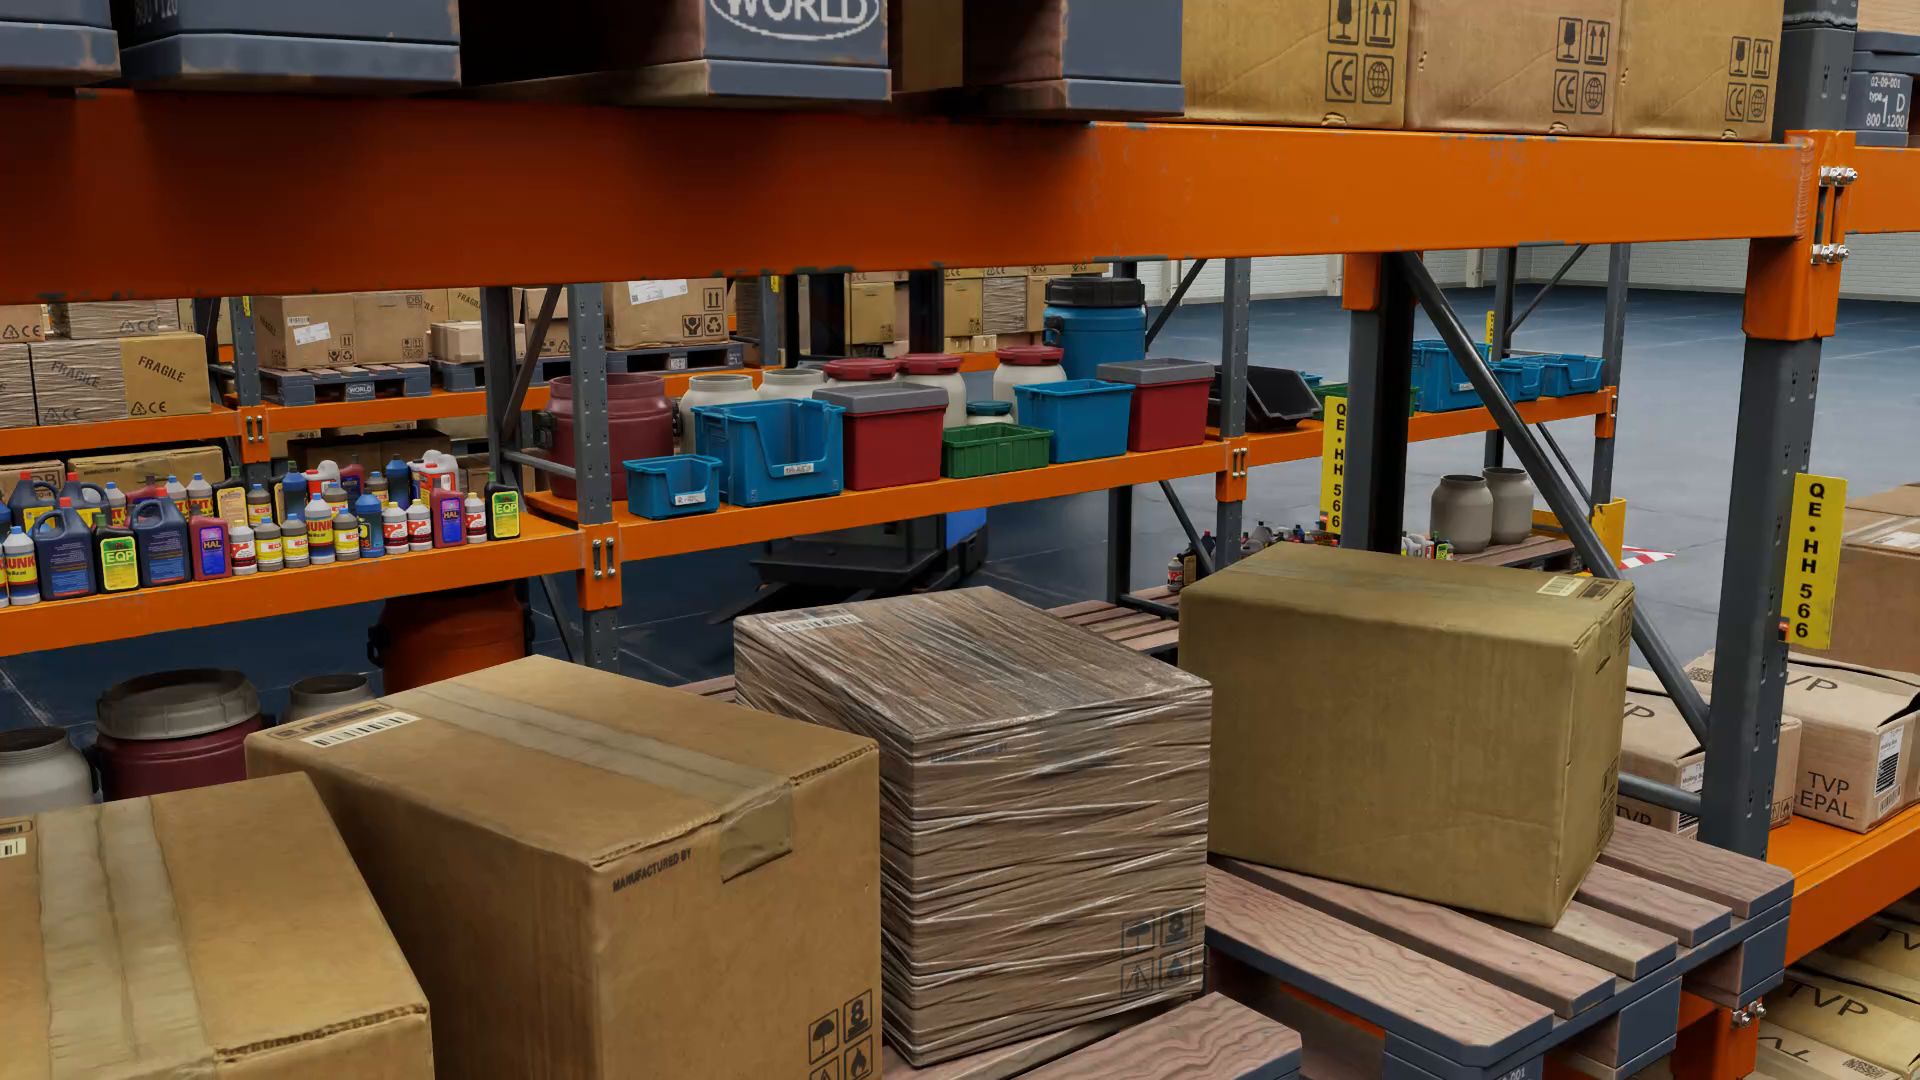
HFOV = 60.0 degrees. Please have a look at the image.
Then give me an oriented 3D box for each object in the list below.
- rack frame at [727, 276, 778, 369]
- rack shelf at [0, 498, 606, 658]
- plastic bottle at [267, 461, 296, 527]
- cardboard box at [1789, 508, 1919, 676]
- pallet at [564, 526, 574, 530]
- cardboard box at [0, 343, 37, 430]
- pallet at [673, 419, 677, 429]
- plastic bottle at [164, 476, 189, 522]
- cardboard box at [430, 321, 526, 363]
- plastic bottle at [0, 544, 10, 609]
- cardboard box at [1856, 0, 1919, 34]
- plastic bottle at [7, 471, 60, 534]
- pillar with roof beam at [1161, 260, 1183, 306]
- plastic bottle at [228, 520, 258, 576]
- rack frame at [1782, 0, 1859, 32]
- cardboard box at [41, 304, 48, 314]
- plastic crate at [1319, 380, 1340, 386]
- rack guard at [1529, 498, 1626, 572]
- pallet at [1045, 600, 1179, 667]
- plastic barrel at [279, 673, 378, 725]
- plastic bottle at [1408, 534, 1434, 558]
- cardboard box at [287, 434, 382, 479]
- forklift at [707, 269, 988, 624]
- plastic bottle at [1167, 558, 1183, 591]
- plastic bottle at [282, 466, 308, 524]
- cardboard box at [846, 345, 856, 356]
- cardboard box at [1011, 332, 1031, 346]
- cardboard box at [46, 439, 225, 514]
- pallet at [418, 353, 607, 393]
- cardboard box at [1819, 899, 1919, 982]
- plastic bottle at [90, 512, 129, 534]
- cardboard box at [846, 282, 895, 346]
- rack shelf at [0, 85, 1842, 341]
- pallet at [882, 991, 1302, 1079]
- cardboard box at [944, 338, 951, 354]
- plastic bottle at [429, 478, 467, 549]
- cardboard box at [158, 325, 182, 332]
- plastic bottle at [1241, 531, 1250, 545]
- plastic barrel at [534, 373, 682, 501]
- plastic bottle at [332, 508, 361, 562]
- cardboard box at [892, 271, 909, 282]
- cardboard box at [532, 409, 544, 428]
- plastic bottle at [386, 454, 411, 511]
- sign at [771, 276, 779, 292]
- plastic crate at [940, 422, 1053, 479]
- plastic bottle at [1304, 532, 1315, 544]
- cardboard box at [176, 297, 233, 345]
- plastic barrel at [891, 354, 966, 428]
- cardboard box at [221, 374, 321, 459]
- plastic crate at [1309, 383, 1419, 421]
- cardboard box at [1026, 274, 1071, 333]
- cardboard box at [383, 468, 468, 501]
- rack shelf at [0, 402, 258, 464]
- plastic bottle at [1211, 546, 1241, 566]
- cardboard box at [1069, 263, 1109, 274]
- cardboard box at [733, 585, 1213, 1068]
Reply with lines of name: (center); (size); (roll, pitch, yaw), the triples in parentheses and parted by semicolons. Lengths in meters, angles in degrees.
rack frame: (-1.813, -1.645, 13.654); (0.127, 3.000, 1.000); (-9, 15, -38)
rack shelf: (-3.404, 0.289, 6.279); (4.000, 0.370, 1.077); (-9, 15, -38)
plastic bottle: (-2.877, -0.192, 7.091); (0.133, 0.283, 0.061); (-9, 15, -38)
cardboard box: (2.549, 0.212, 4.668); (0.500, 0.500, 0.500); (-11, 16, -41)
pallet: (-3.374, -0.021, 12.717); (1.213, 0.211, 1.003); (-9, 15, -38)
cardboard box: (-5.964, -0.939, 10.089); (0.500, 0.500, 0.500); (-10, 16, -39)
pallet: (-3.237, -1.344, 18.949); (1.213, 0.211, 1.003); (-9, 15, -38)
plastic bottle: (-3.212, -0.125, 6.808); (0.097, 0.271, 0.097); (0, 12, 0)
cardboard box: (-3.484, -1.438, 12.030); (0.500, 0.250, 0.500); (-10, 16, -39)
plastic bottle: (-3.355, 0.100, 5.745); (0.097, 0.271, 0.097); (0, 12, 0)
cardboard box: (1.966, -1.257, 3.956); (0.500, 0.250, 0.500); (-9, 15, -36)
plastic bottle: (-3.592, -0.095, 6.472); (0.185, 0.351, 0.144); (-9, 15, -38)
pillar with roof beam: (7.654, -9.204, 34.808); (0.548, 9.000, 9.100); (-9, 15, -38)
plastic bottle: (-2.706, 0.027, 6.260); (0.097, 0.201, 0.097); (0, 12, 0)
rack frame: (1.249, -2.453, 3.018); (0.127, 3.000, 1.000); (-9, 15, -38)
cardboard box: (-8.058, -2.034, 14.362); (0.250, 0.149, 0.380); (-9, 15, -37)
plastic crate: (2.391, -0.964, 11.084); (0.437, 0.136, 0.530); (-9, 15, -38)
rack guard: (4.374, -0.120, 12.492); (0.348, 0.500, 1.175); (-9, 15, -38)
pallet: (0.692, 0.631, 9.651); (1.213, 0.211, 1.003); (-9, 15, -38)
plastic barrel: (-2.599, 0.843, 6.916); (0.421, 0.512, 0.421); (0, 12, 0)
plastic bottle: (3.030, 0.094, 10.962); (0.135, 0.276, 0.152); (-9, 15, -37)
cardboard box: (-4.432, -0.577, 11.778); (0.500, 0.250, 0.500); (-9, 15, -35)
forklift: (-0.715, -1.009, 10.826); (1.130, 2.935, 3.031); (4, 13, 17)
plastic bottle: (1.370, 0.214, 10.576); (0.097, 0.201, 0.097); (0, 12, 0)
plastic bottle: (-2.813, -0.175, 7.043); (0.097, 0.271, 0.097); (0, 12, 0)
cardboard box: (-1.076, -1.568, 13.899); (0.250, 0.149, 0.380); (-9, 15, -38)
cardboard box: (0.432, -1.842, 15.186); (0.250, 0.149, 0.380); (-9, 15, -38)
cardboard box: (-5.489, -0.206, 10.981); (0.875, 0.875, 1.225); (-10, 16, -40)
pallet: (-3.417, -1.296, 12.471); (1.213, 0.211, 1.003); (-9, 15, -38)
cardboard box: (2.646, 1.191, 4.558); (0.500, 0.311, 0.500); (-10, 16, -39)
plastic bottle: (-3.071, 0.036, 6.019); (0.133, 0.283, 0.061); (-9, 15, -38)
cardboard box: (-1.011, -1.947, 14.119); (0.500, 0.500, 0.875); (-9, 15, -38)
rack shelf: (-0.313, -0.375, 2.182); (4.000, 0.370, 1.077); (-9, 15, -38)
pallet: (-0.267, 0.828, 2.469); (1.213, 0.211, 1.003); (-9, 15, -38)
cardboard box: (-0.295, -1.698, 14.509); (0.250, 0.149, 0.380); (-9, 15, -38)
plastic bottle: (-2.072, -0.114, 6.725); (0.133, 0.283, 0.061); (-9, 15, -38)
cardboard box: (-5.486, -1.156, 11.110); (0.500, 0.500, 0.500); (-9, 15, -36)
plastic bottle: (1.855, 0.089, 10.970); (0.133, 0.283, 0.061); (-8, 14, -34)
plastic barrel: (-1.669, -0.499, 7.927); (0.708, 0.536, 0.600); (-9, 15, -38)
plastic bottle: (-2.402, -0.024, 6.498); (0.097, 0.201, 0.097); (0, 12, 0)
cardboard box: (-0.523, -2.476, 14.202); (0.500, 0.500, 0.500); (-9, 15, -38)
cardboard box: (-4.298, -1.699, 18.012); (0.875, 0.875, 0.875); (-9, 15, -37)
plastic bottle: (-2.490, -0.245, 7.372); (0.097, 0.271, 0.097); (0, 12, 0)
sign: (-1.464, -2.122, 13.112); (0.005, 0.325, 0.100); (-9, 15, -38)
plastic crate: (0.097, -0.466, 8.613); (0.662, 0.188, 0.450); (-9, 15, -38)
plastic bottle: (2.371, 0.048, 11.359); (0.097, 0.201, 0.097); (0, 12, 0)
cardboard box: (-7.042, -2.073, 15.431); (0.500, 0.500, 0.500); (-10, 15, -38)
plastic barrel: (-0.176, -0.724, 8.991); (0.433, 0.535, 0.433); (0, 12, 0)
cardboard box: (-6.744, -1.227, 16.090); (0.750, 0.750, 1.050); (-9, 15, -37)
plastic crate: (2.517, -0.868, 10.507); (0.662, 0.188, 0.450); (-9, 15, -38)
cardboard box: (0.548, -2.207, 15.345); (0.500, 0.500, 0.875); (-9, 15, -38)
cardboard box: (-4.001, -0.283, 12.197); (0.500, 0.500, 0.700); (-11, 16, -42)
rack shelf: (-6.498, -0.515, 10.062); (4.000, 0.370, 1.077); (-9, 15, -38)
plastic bottle: (1.694, 0.132, 10.604); (0.185, 0.351, 0.144); (-9, 15, -38)
cardboard box: (1.035, -2.736, 15.428); (0.500, 0.500, 0.500); (-9, 15, -38)
cardboard box: (-0.006, 0.415, 2.703); (0.500, 0.500, 0.700); (-6, 13, -27)
